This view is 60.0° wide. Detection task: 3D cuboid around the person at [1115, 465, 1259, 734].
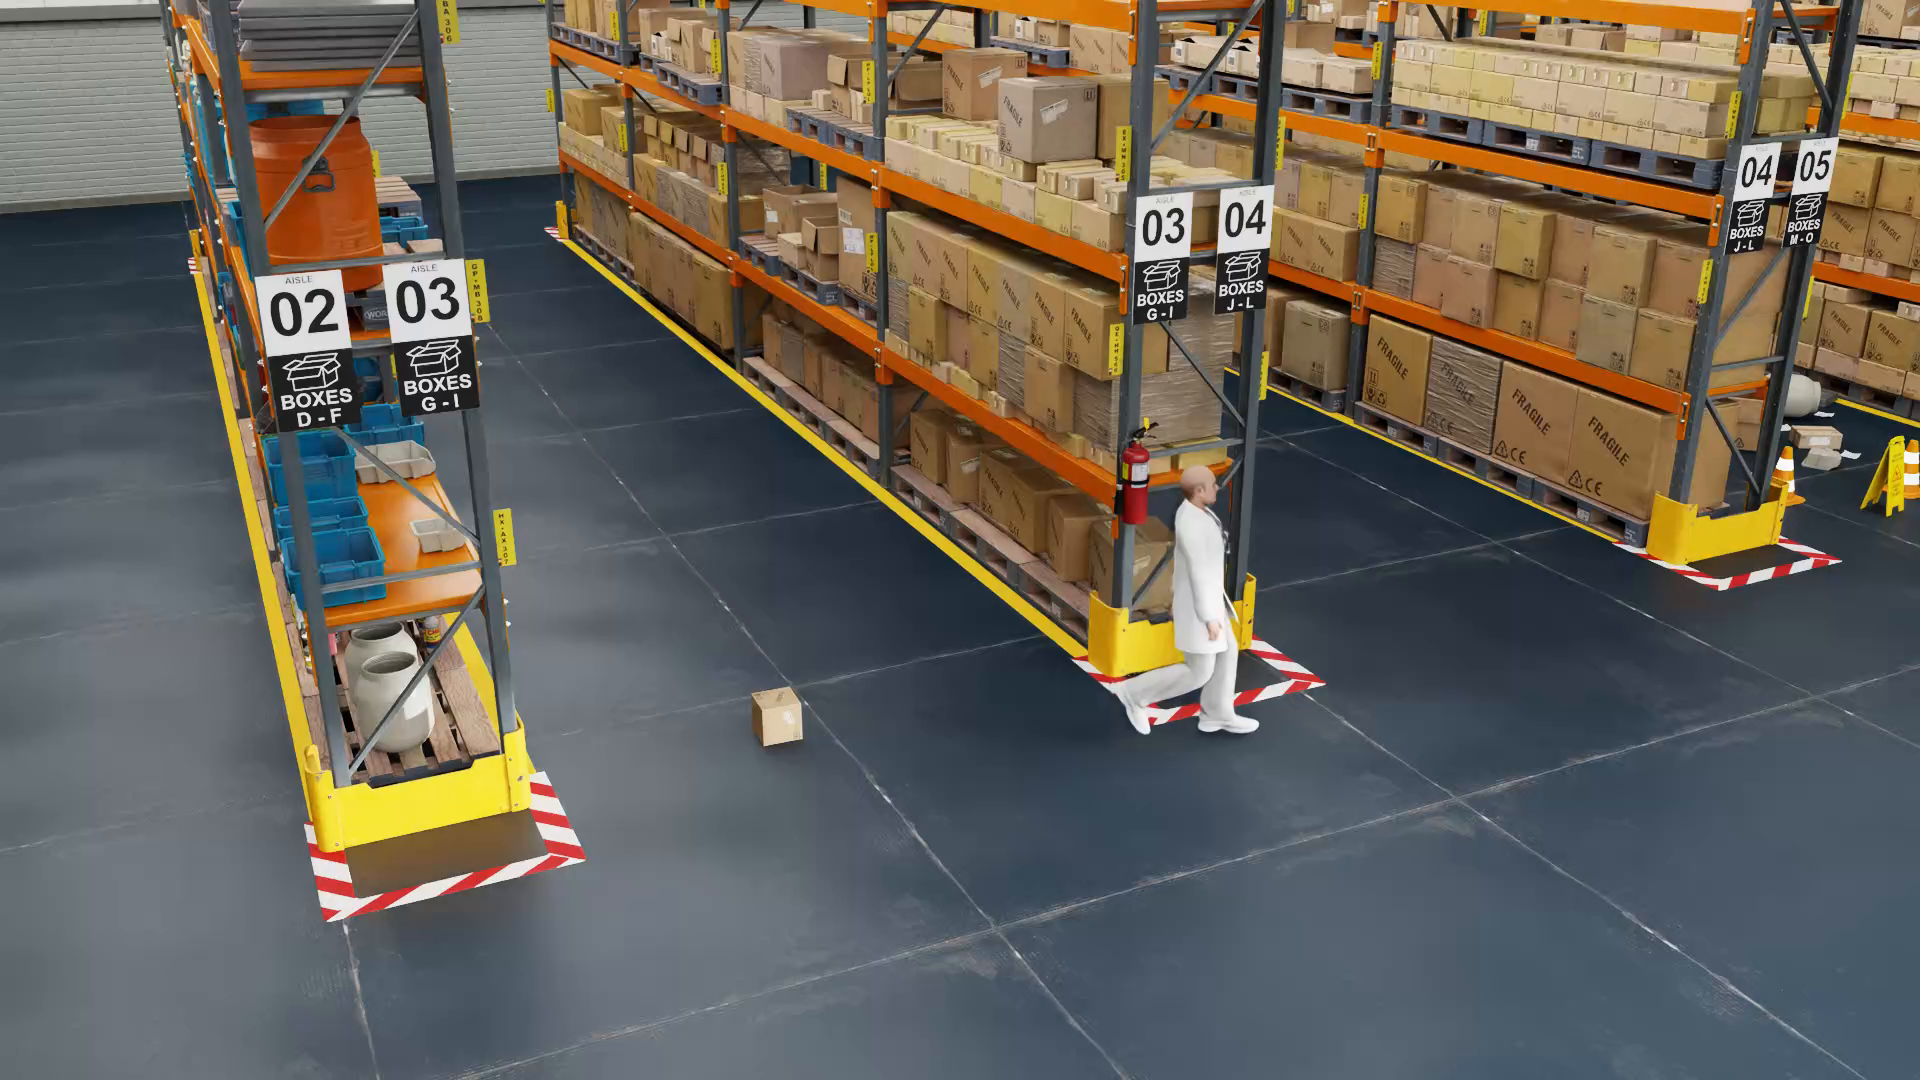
[{"bbox_3d":[1.415,0.380,10.084,0.889,1.743,0.566,4,22,10],"label":"person"}]
